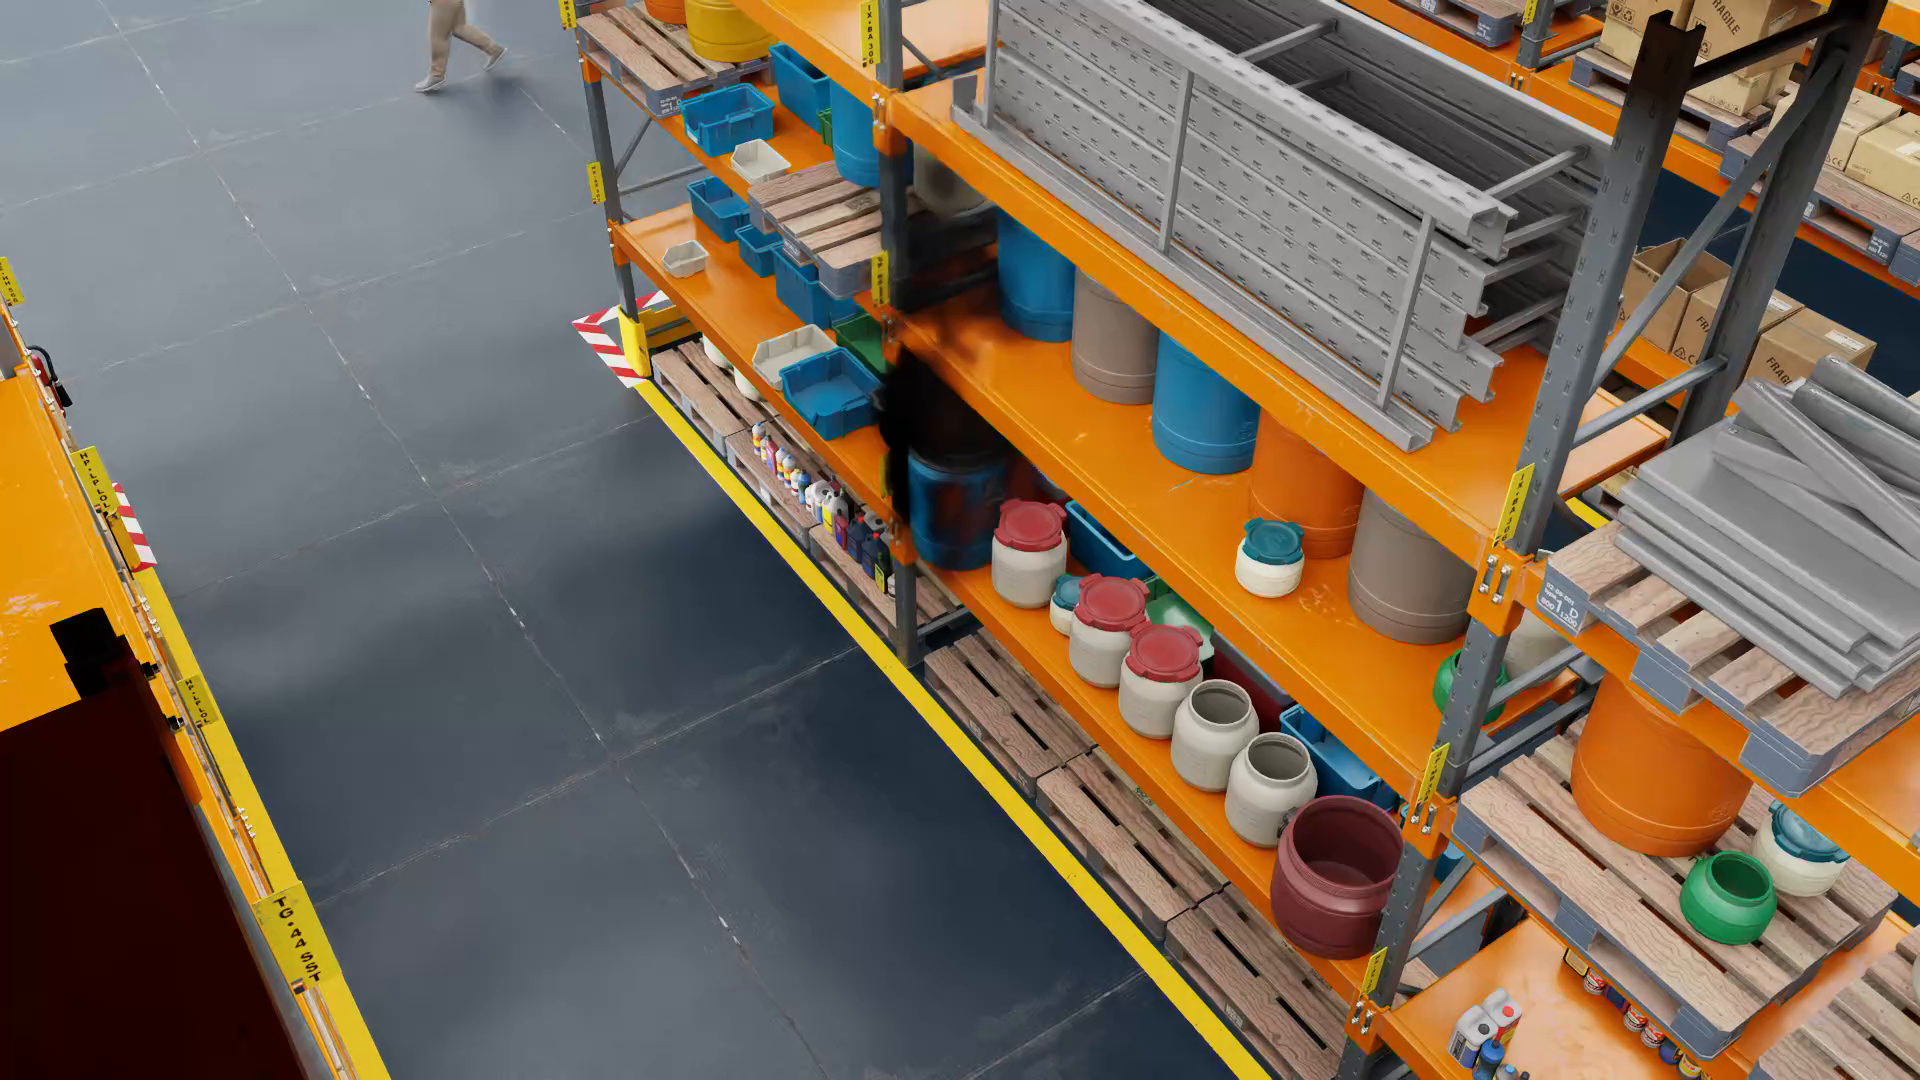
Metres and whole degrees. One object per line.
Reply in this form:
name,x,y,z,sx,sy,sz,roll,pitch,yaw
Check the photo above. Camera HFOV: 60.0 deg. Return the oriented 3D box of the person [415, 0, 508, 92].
person,-5.004,-5.271,16.188,0.966,1.740,0.659,-10,44,-11
